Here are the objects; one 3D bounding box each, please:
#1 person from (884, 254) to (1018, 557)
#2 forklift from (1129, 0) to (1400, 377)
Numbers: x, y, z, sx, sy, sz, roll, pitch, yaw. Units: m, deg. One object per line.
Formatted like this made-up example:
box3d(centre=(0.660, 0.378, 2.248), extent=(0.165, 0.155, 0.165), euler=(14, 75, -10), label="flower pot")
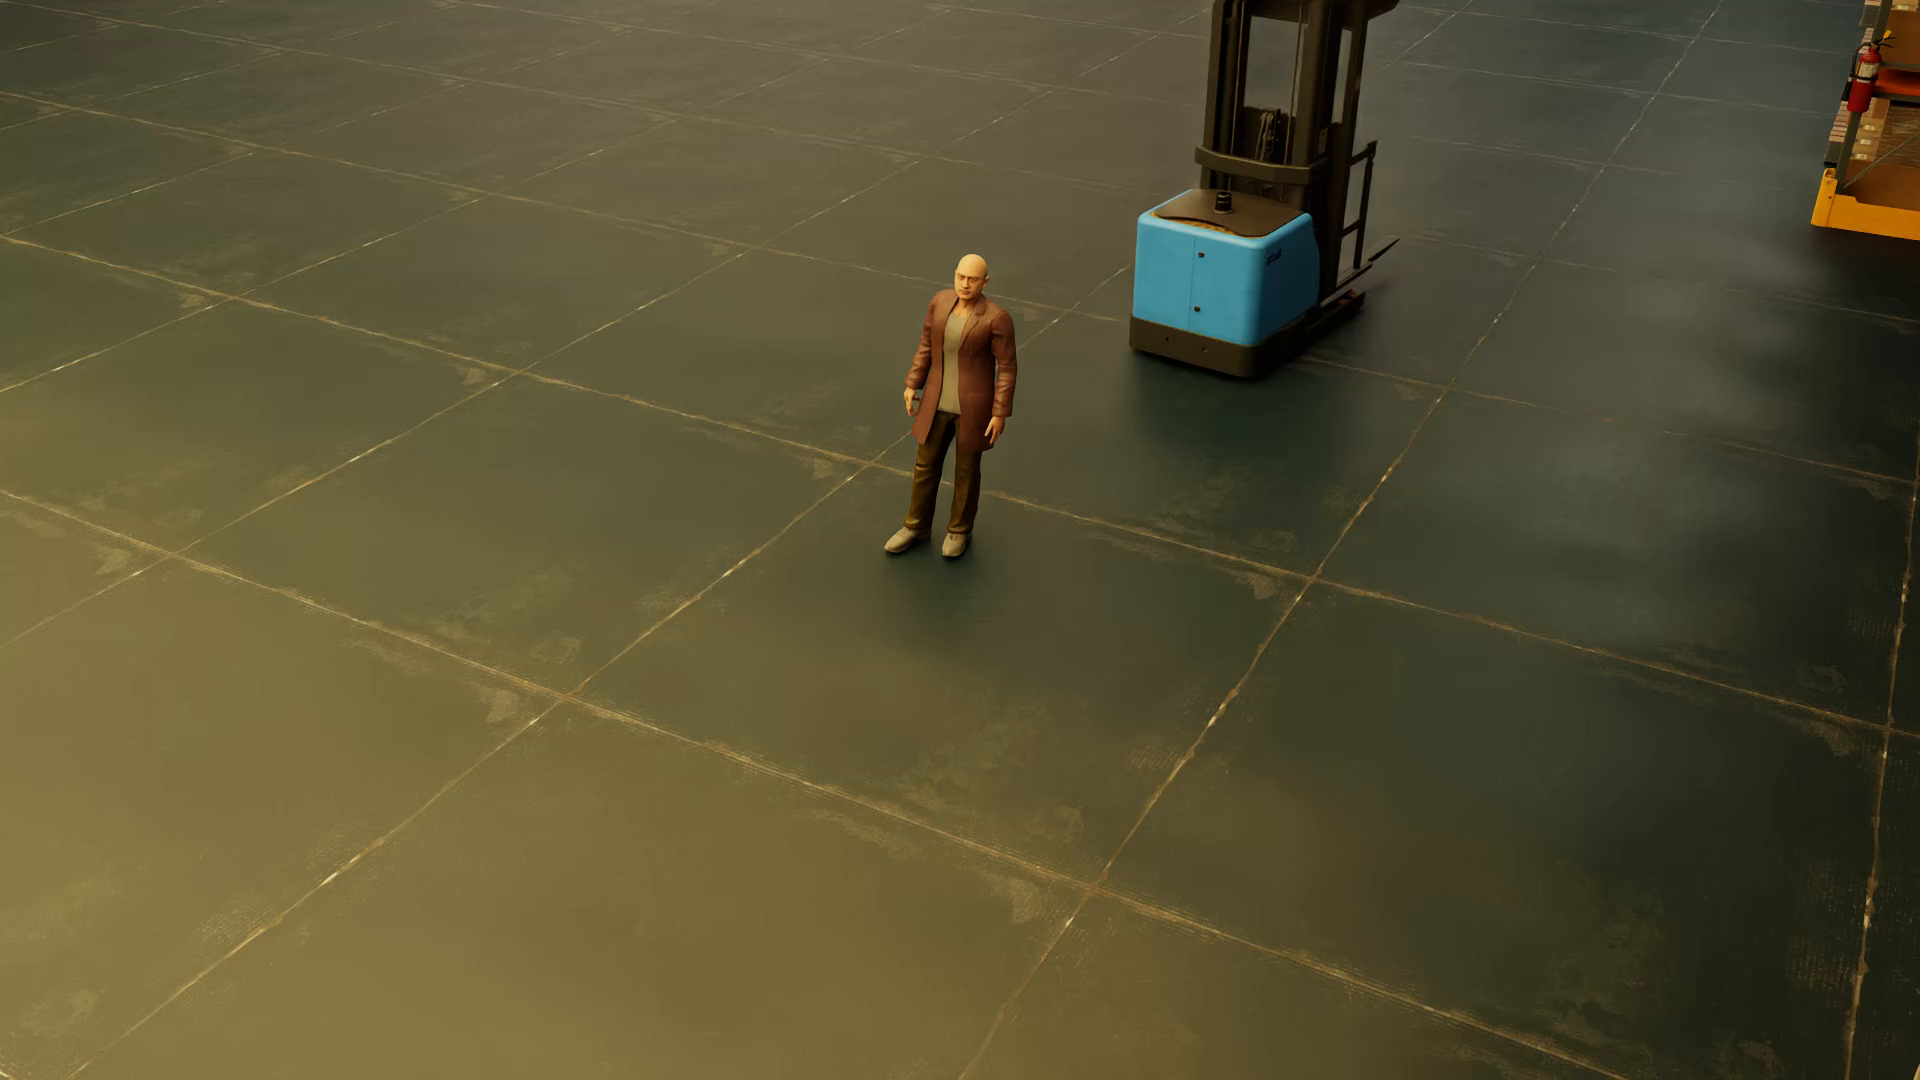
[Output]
box3d(centre=(-0.048, -0.738, 9.488), extent=(0.696, 1.776, 0.582), euler=(15, 33, 25), label="person")
box3d(centre=(2.532, -3.112, 12.463), extent=(1.130, 2.935, 3.031), euler=(20, 36, 31), label="forklift")
